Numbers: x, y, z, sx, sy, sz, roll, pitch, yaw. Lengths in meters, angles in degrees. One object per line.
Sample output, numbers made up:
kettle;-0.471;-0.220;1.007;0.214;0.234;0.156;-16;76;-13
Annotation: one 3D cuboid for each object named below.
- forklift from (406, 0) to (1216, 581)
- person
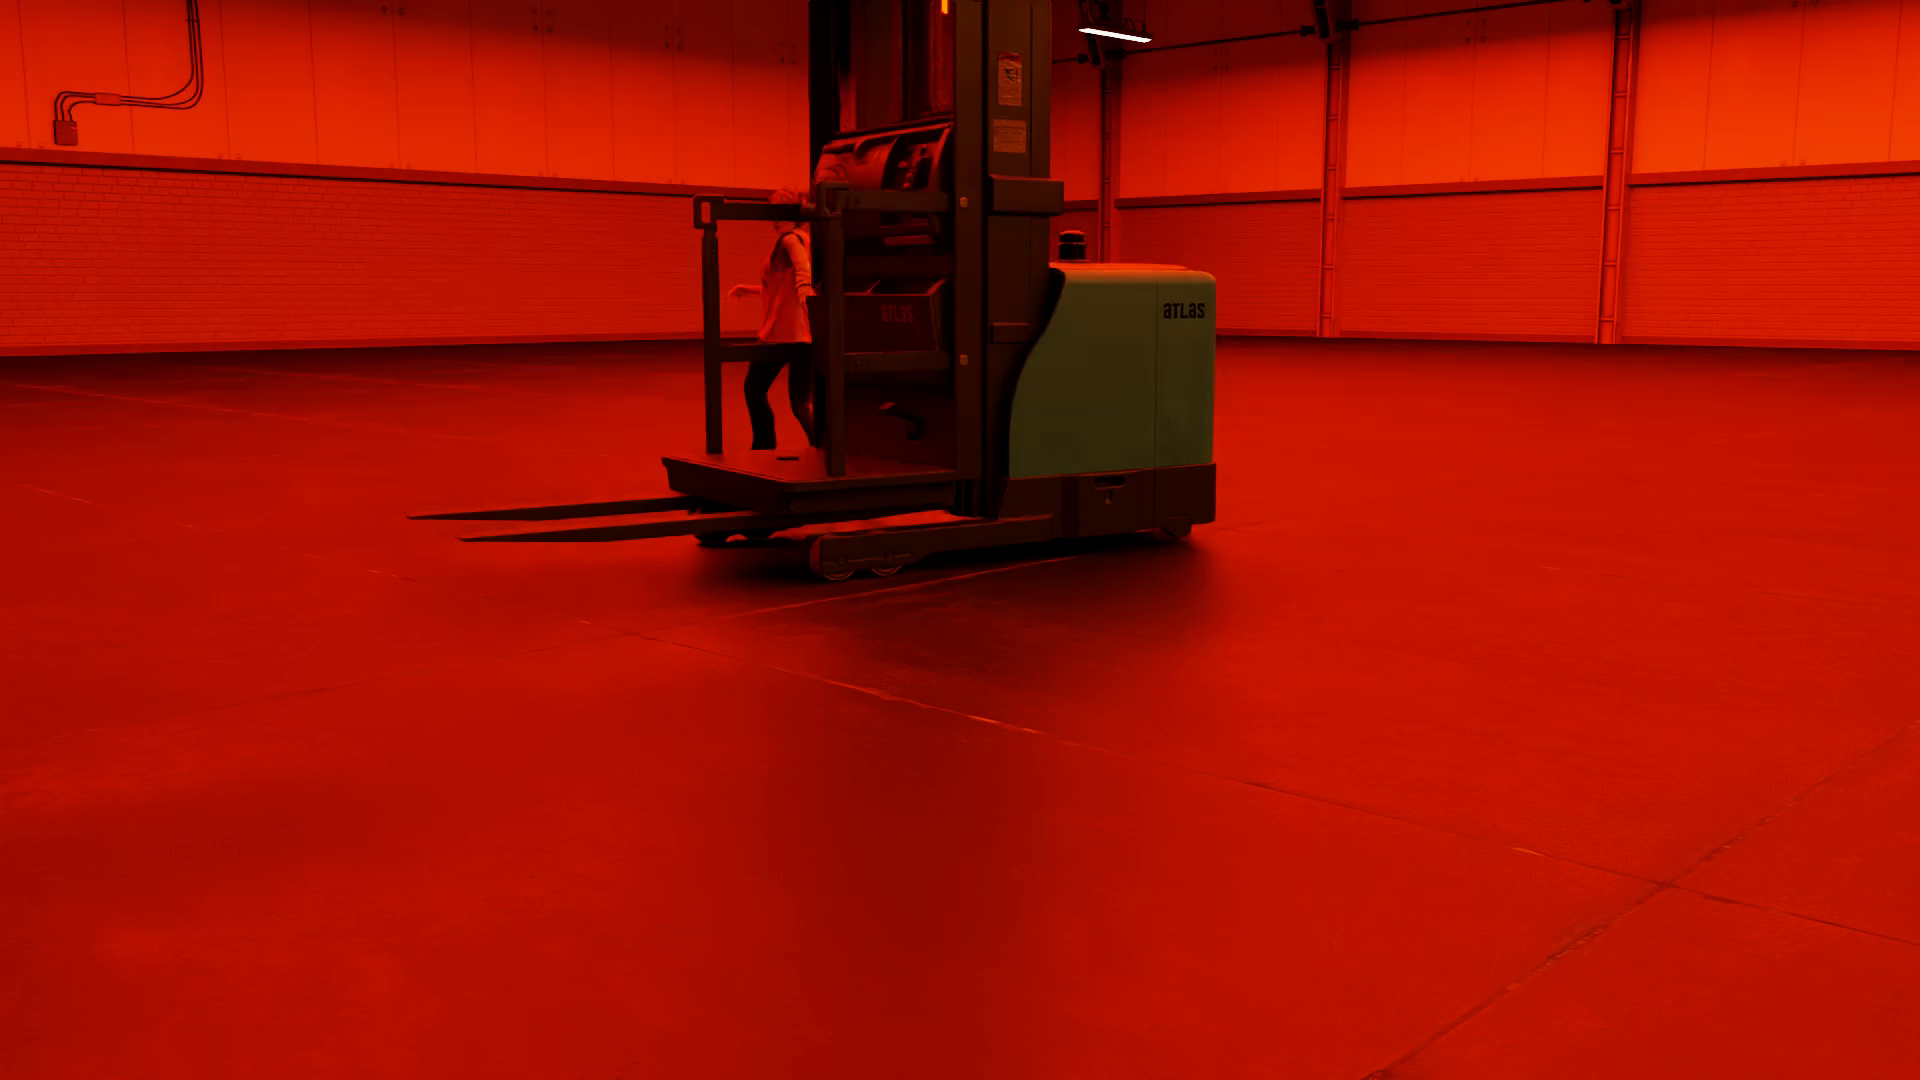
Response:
forklift;-0.478;-1.395;6.138;3.031;2.935;1.130;-6;10;-33
person;-0.893;-1.041;8.644;0.839;1.540;0.429;7;11;39
